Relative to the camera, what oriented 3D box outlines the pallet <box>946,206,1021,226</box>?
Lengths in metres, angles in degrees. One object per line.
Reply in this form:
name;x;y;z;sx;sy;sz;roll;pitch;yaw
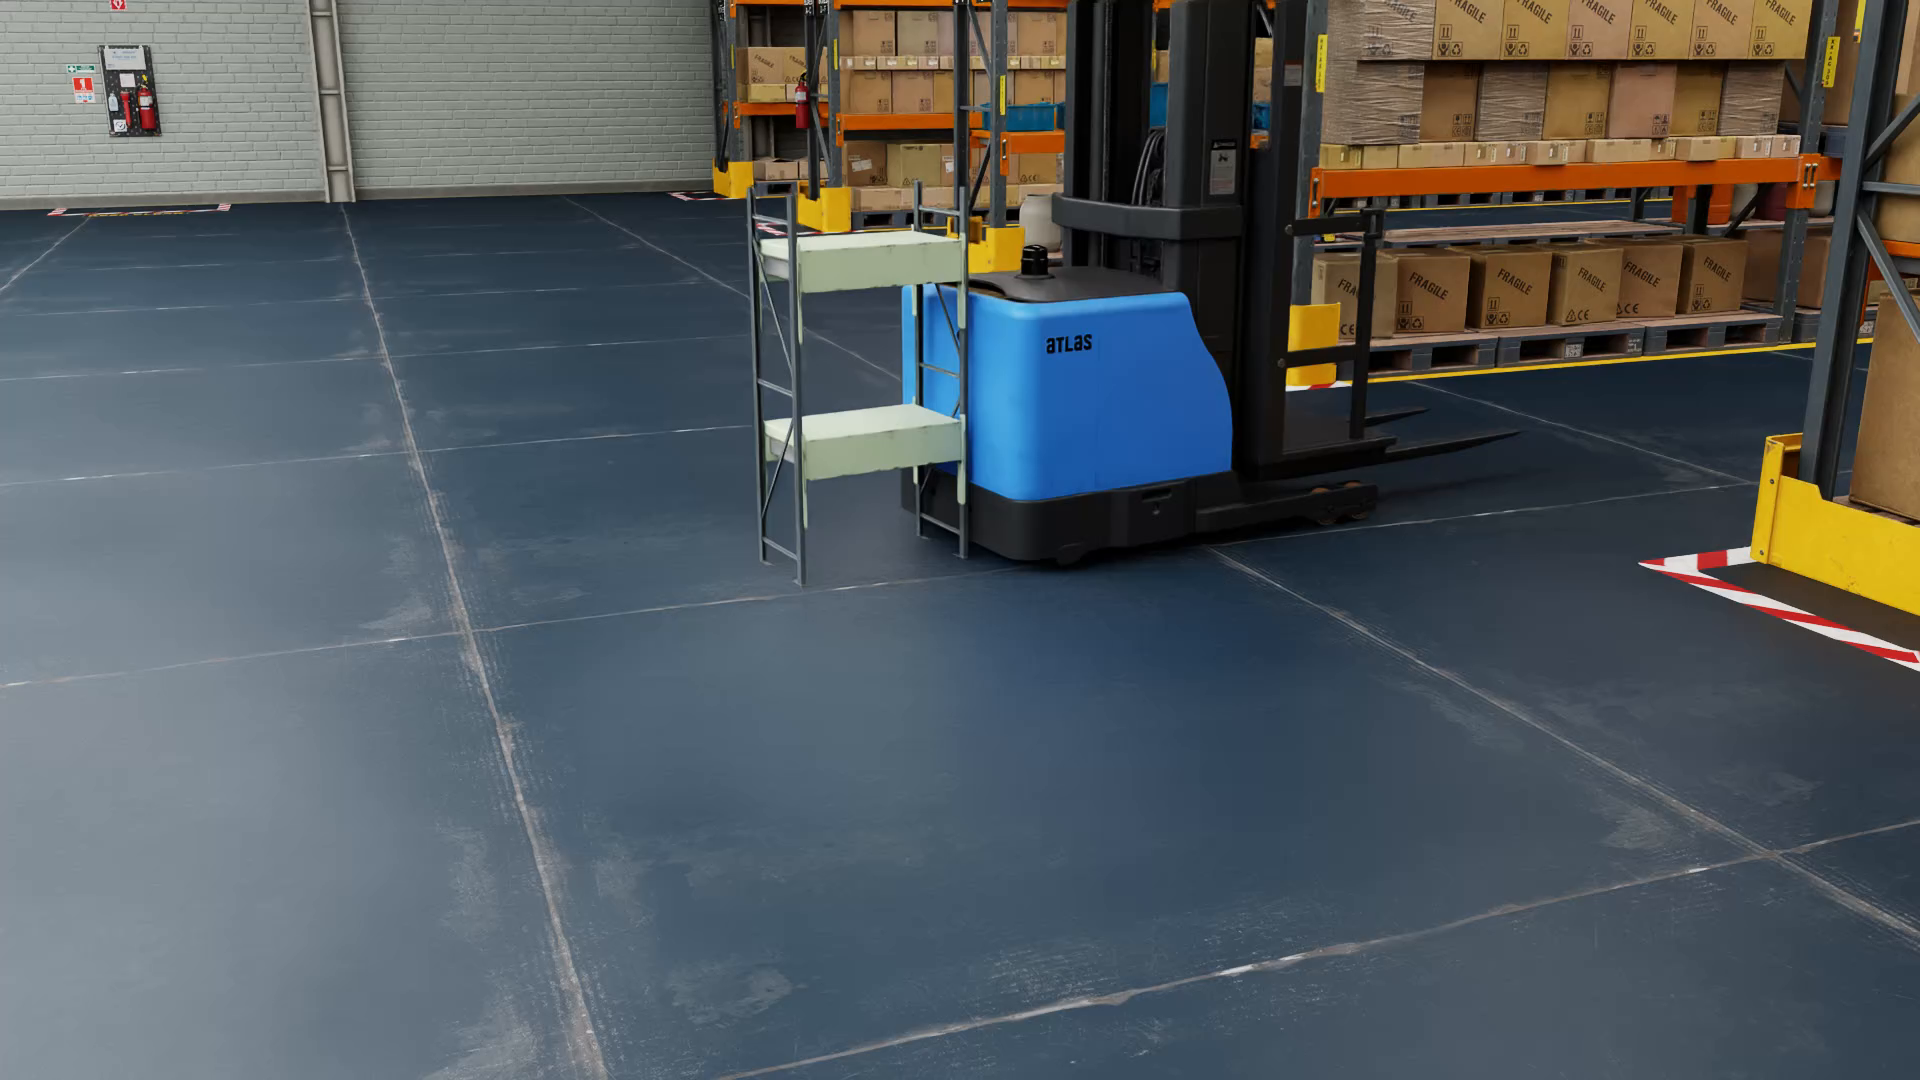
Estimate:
pallet;0.243;-4.034;20.462;1.213;0.211;1.003;-6;17;-20

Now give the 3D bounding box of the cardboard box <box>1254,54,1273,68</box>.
cardboard box;4.646;-7.454;26.416;0.500;0.500;0.500;-6;17;-18

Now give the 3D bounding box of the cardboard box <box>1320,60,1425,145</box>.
cardboard box;2.471;-2.794;10.585;0.500;0.500;0.875;-6;17;-20

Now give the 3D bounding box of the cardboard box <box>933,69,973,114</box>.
cardboard box;-0.198;-5.357;19.838;0.500;0.500;0.700;-6;17;-20

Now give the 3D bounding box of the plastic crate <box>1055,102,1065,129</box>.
plastic crate;1.144;-3.980;15.593;0.408;0.251;0.499;-6;17;-20

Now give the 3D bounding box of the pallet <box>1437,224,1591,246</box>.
pallet;5.771;-3.137;17.408;1.213;0.211;1.003;-6;17;-20

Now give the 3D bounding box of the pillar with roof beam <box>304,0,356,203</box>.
pillar with roof beam;-7.088;-7.904;18.044;0.400;9.000;9.100;-6;17;-20

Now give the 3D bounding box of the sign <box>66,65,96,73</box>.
sign;-11.495;-6.160;21.748;0.331;0.109;0.001;-6;17;-20

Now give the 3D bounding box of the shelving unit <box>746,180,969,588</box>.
shelving unit;-0.392;-0.634;6.597;0.755;1.500;0.431;-9;19;-29

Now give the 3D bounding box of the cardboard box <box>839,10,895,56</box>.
cardboard box;-1.103;-5.882;19.324;0.500;0.500;0.700;-6;17;-20

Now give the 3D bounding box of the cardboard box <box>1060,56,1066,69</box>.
cardboard box;1.244;-5.763;20.070;0.250;0.149;0.380;-6;17;-20

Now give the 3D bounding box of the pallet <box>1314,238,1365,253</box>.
pallet;3.269;-2.867;16.487;1.213;0.211;1.003;-6;17;-20

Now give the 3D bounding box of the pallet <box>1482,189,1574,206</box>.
pallet;7.725;-4.818;23.131;1.213;0.211;1.003;-6;17;-20

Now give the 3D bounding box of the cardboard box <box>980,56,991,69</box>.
cardboard box;0.286;-5.659;19.717;0.250;0.149;0.380;-6;17;-20

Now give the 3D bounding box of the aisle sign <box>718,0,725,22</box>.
aisle sign;-3.329;-7.626;23.131;0.004;0.787;0.394;-6;17;-20

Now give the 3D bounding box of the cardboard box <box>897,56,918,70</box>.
cardboard box;-0.671;-5.556;19.367;0.250;0.149;0.380;-6;17;-20

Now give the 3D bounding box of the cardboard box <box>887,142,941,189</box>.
cardboard box;-0.547;-4.451;19.734;0.500;0.500;0.500;-6;17;-20

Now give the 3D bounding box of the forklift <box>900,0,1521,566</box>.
forklift;1.269;-1.588;7.304;3.031;2.935;1.130;-9;19;-29

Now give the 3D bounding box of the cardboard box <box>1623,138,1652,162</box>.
cardboard box;4.403;-2.626;11.164;0.250;0.149;0.380;-6;17;-20

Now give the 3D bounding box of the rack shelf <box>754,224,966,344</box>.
rack shelf;-0.392;-1.009;6.487;0.720;0.370;0.431;-9;19;-29

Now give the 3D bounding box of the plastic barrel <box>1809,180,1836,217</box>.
plastic barrel;9.647;-3.921;18.797;0.421;0.512;0.421;0;16;0

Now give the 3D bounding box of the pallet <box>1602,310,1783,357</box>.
pallet;5.069;-1.544;11.981;1.213;0.211;1.003;-6;17;-20

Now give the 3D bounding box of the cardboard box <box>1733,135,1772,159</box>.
cardboard box;5.351;-2.717;11.471;0.250;0.149;0.380;-6;17;-20

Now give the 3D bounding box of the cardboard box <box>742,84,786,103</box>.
cardboard box;-2.800;-6.369;23.692;0.500;0.250;0.500;-7;18;-22

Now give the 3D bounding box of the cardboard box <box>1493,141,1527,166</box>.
cardboard box;3.464;-2.529;10.832;0.250;0.149;0.380;-6;17;-20

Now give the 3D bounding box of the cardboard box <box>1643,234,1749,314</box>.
cardboard box;5.295;-1.931;12.042;0.500;0.500;0.500;-7;18;-22

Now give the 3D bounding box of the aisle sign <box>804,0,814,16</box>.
aisle sign;-1.760;-6.480;19.228;0.004;0.787;0.394;-6;17;-20

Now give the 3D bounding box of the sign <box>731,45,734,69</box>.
sign;-3.175;-6.738;23.183;0.005;0.325;0.100;-6;17;-20

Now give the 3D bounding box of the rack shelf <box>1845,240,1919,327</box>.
rack shelf;5.496;-1.097;6.786;4.000;0.370;1.077;-6;17;-20

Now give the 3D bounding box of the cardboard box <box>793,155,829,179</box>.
cardboard box;-2.159;-5.490;24.460;0.500;0.311;0.500;-5;17;-15

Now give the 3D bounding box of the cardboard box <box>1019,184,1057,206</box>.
cardboard box;0.855;-4.241;20.353;0.500;0.250;0.500;-6;17;-20

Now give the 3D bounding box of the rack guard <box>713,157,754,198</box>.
rack guard;-3.298;-5.274;24.169;0.348;0.500;1.175;-6;17;-20

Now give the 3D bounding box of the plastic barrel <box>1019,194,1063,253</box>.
plastic barrel;0.763;-2.953;15.500;0.421;0.512;0.421;0;16;0

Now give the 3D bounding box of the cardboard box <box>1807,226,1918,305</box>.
cardboard box;6.716;-2.070;12.479;0.500;0.500;0.700;-6;17;-20

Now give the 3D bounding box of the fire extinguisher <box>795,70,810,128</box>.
fire extinguisher;-1.870;-5.235;19.740;0.183;0.674;0.296;-6;17;-20

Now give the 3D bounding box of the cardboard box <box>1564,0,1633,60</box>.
cardboard box;3.960;-3.361;10.740;0.500;0.500;0.500;-6;17;-20

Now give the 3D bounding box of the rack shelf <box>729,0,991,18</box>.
rack shelf;-1.502;-7.761;24.156;4.000;0.370;1.077;-6;17;-20

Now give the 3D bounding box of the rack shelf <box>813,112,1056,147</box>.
rack shelf;0.274;-5.019;20.142;4.000;0.370;1.077;-6;17;-20

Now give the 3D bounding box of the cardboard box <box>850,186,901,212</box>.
cardboard box;-1.013;-4.040;19.667;0.500;0.250;0.500;-6;17;-20

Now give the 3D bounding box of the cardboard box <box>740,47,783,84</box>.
cardboard box;-2.816;-6.732;23.598;0.500;0.500;0.500;-6;17;-20

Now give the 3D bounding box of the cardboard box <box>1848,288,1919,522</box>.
cardboard box;4.238;-0.508;6.530;0.875;0.875;0.875;-6;17;-20

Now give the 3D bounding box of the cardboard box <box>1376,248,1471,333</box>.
cardboard box;3.083;-1.685;11.205;0.500;0.500;0.500;-2;16;-6

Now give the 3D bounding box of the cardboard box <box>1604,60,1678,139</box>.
cardboard box;4.330;-3.002;11.293;0.500;0.500;0.875;-6;17;-20

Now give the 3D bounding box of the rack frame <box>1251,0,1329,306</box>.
rack frame;1.948;-2.555;10.477;0.127;3.000;1.000;-6;17;-20

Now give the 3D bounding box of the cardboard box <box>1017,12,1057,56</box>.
cardboard box;0.790;-6.088;20.026;0.500;0.500;0.700;-6;17;-20

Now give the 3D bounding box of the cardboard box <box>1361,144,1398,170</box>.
cardboard box;2.540;-2.421;10.465;0.250;0.149;0.380;-6;17;-20

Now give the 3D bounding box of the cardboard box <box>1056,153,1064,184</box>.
cardboard box;1.316;-4.656;20.433;0.500;0.500;0.500;-6;17;-20

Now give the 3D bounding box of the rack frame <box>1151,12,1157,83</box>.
rack frame;2.142;-5.566;20.727;0.127;3.000;1.000;-6;17;-20

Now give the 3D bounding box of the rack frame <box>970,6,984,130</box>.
rack frame;0.366;-6.869;25.164;0.127;3.000;1.000;-6;17;-20
